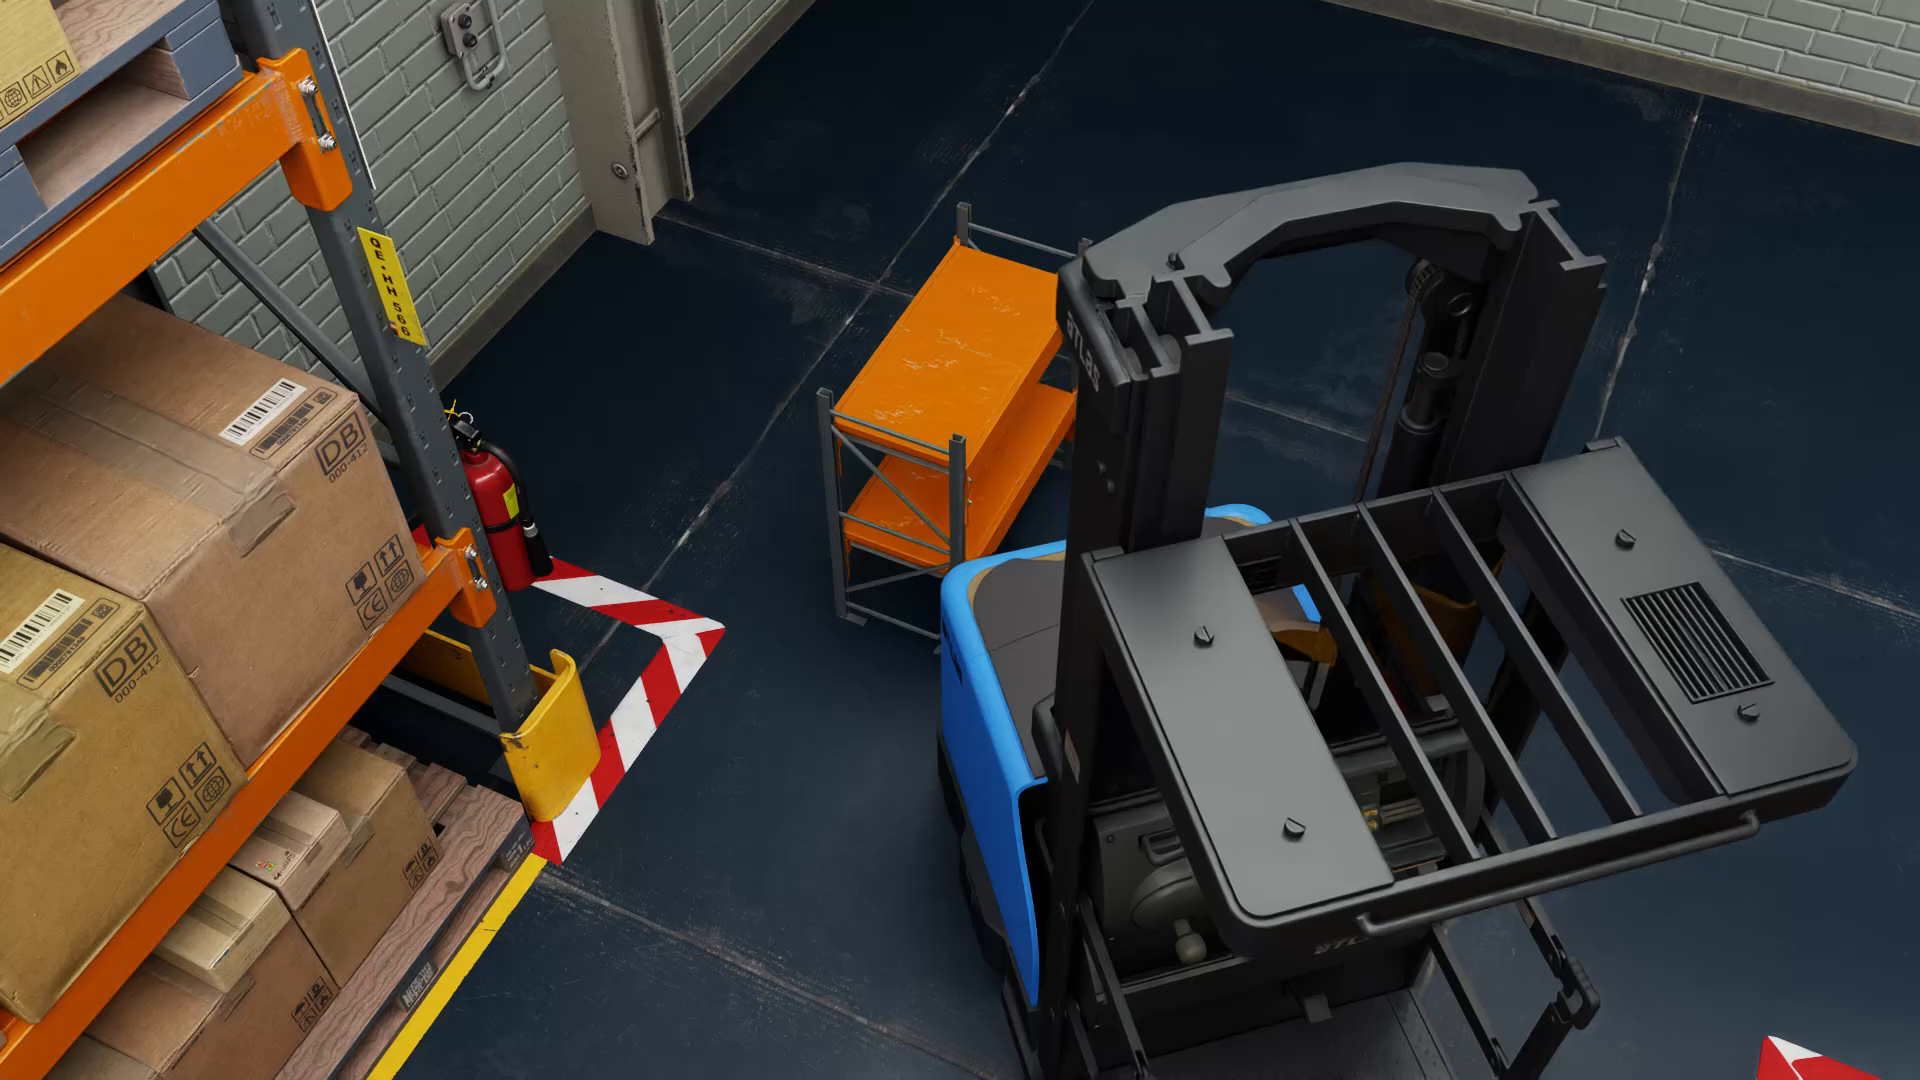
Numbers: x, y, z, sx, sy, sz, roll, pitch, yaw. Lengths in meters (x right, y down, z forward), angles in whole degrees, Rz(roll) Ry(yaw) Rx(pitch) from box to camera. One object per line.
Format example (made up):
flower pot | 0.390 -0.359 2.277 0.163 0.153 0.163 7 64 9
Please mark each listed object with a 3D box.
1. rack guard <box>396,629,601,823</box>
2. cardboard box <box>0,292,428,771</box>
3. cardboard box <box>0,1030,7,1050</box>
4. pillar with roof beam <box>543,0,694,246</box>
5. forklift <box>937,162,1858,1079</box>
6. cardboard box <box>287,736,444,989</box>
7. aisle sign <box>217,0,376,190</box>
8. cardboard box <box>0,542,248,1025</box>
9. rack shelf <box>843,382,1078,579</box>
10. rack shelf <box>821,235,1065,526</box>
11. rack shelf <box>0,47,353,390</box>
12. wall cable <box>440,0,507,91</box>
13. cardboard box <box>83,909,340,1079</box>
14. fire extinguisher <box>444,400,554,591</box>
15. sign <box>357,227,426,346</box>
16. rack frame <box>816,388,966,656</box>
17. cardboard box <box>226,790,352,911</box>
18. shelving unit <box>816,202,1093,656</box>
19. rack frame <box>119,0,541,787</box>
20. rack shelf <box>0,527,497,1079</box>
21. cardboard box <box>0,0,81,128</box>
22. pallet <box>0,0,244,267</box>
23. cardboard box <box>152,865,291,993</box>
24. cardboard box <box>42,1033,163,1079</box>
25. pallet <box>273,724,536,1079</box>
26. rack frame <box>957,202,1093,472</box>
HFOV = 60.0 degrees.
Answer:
rack guard | -1.795 0.474 5.518 1.175 0.500 0.348 20 52 16
cardboard box | -2.014 -0.062 4.136 0.980 0.700 0.700 22 53 18
cardboard box | -2.648 0.964 3.263 0.980 0.700 0.700 18 52 14
pillar with roof beam | 2.459 -3.003 2.897 9.100 9.000 0.400 20 52 16
forklift | 0.818 0.803 3.642 1.130 2.935 3.031 -12 51 -10
cardboard box | -2.013 0.869 4.906 0.700 0.500 0.500 20 52 16
aisle sign | -1.503 -1.114 3.521 0.394 0.787 0.004 20 52 16
cardboard box | -2.314 0.442 3.707 0.980 0.700 0.700 19 52 16
rack shelf | 0.003 -0.211 6.012 0.538 0.278 1.000 20 52 16
rack shelf | 0.003 -0.559 5.603 0.538 0.278 1.000 20 52 16
rack shelf | -2.659 0.319 2.512 1.077 0.370 4.000 20 52 16
wall cable | -2.113 -1.838 5.177 0.084 1.984 1.851 20 52 16
cardboard box | -2.227 1.214 4.613 0.700 0.500 0.500 20 52 16
fire extinguisher | -1.323 -0.127 4.684 0.296 0.674 0.183 20 52 16
sign | -1.320 -0.585 3.863 0.100 0.325 0.005 20 52 16
rack frame | -0.214 -0.019 5.528 0.500 1.125 0.032 20 52 16
cardboard box | -1.904 0.807 4.534 0.380 0.149 0.250 19 52 16
shelving unit | 0.003 -0.369 5.826 0.538 1.125 1.048 20 52 16
rack frame | -1.805 -0.319 4.552 1.000 3.000 0.127 20 52 16
rack shelf | -2.659 1.291 3.654 1.077 0.370 4.000 20 52 16
cardboard box | -1.878 -0.821 2.766 0.500 0.250 0.500 21 53 17
pallet | -2.112 -0.749 3.006 1.003 0.211 1.213 20 52 16
cardboard box | -2.012 0.983 4.384 0.380 0.149 0.250 21 53 17
cardboard box | -2.441 1.560 4.318 0.700 0.500 0.500 18 52 15
pallet | -2.076 1.160 5.124 1.003 0.211 1.213 20 52 16
rack frame | 0.220 -0.719 6.123 0.500 1.125 0.032 20 52 16
